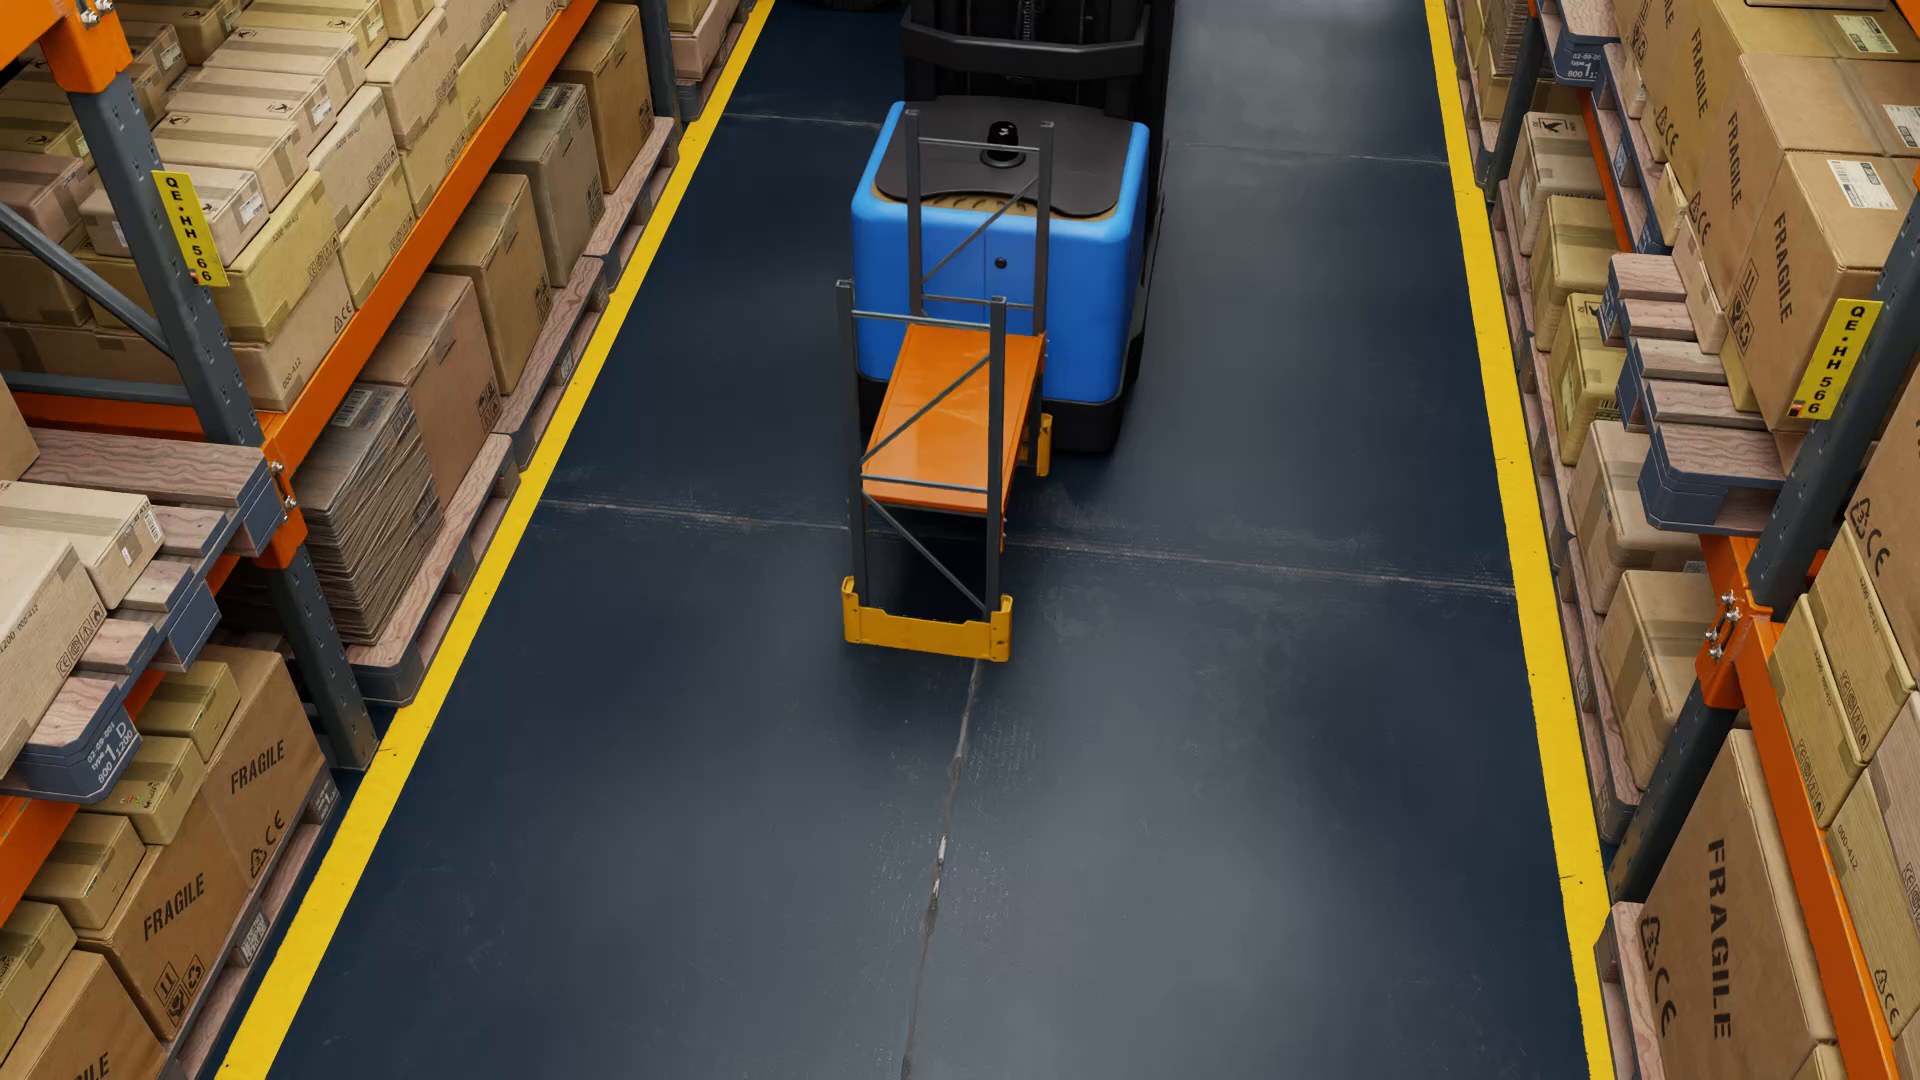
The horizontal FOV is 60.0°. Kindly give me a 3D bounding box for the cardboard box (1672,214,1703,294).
[{"bbox_3d":[2.293,-0.806,4.797,0.380,0.149,0.250,3,44,4],"label":"cardboard box"}]

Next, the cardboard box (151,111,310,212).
[{"bbox_3d":[-2.063,-1.057,4.640,0.380,0.149,0.250,6,44,6],"label":"cardboard box"}]

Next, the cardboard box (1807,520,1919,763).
[{"bbox_3d":[2.177,0.232,3.569,0.500,0.250,0.500,5,44,5],"label":"cardboard box"}]

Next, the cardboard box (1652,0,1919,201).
[{"bbox_3d":[2.397,-1.293,4.840,0.500,0.500,0.500,3,43,3],"label":"cardboard box"}]

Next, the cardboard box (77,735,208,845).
[{"bbox_3d":[-2.251,0.655,4.417,0.380,0.149,0.250,3,44,3],"label":"cardboard box"}]

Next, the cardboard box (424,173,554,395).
[{"bbox_3d":[-2.168,-1.032,6.580,0.875,0.625,0.625,4,44,4],"label":"cardboard box"}]

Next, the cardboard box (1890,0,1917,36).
[{"bbox_3d":[2.904,-1.265,4.810,0.500,0.500,0.500,6,44,6],"label":"cardboard box"}]

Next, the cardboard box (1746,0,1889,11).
[{"bbox_3d":[2.426,-1.637,4.731,0.380,0.149,0.250,3,44,4],"label":"cardboard box"}]

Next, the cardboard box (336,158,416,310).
[{"bbox_3d":[-2.059,-0.981,5.213,0.500,0.250,0.500,4,44,5],"label":"cardboard box"}]

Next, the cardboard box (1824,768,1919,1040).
[{"bbox_3d":[2.125,0.753,3.383,0.500,0.250,0.500,4,44,4],"label":"cardboard box"}]

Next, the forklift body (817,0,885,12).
[{"bbox_3d":[0.184,-4.099,9.014,2.313,2.155,1.214,5,44,6],"label":"forklift body"}]

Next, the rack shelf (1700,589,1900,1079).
[{"bbox_3d":[2.225,1.660,2.838,1.077,0.370,4.000,5,44,6],"label":"rack shelf"}]

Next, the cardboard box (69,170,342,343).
[{"bbox_3d":[-2.106,-0.818,4.678,0.500,0.250,0.500,5,44,5],"label":"cardboard box"}]

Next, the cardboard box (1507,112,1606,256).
[{"bbox_3d":[2.951,-1.531,7.291,0.950,0.372,0.625,6,44,6],"label":"cardboard box"}]

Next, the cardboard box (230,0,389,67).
[{"bbox_3d":[-2.029,-1.588,5.201,0.380,0.149,0.250,6,44,6],"label":"cardboard box"}]

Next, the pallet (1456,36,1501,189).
[{"bbox_3d":[3.072,-2.139,8.355,1.003,0.211,1.213,5,44,6],"label":"pallet"}]

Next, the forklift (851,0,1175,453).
[{"bbox_3d":[0.353,-2.430,6.684,1.130,2.935,3.031,7,44,7],"label":"forklift"}]

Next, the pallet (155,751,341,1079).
[{"bbox_3d":[-2.568,1.105,4.929,1.003,0.211,1.213,5,44,6],"label":"pallet"}]

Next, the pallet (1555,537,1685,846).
[{"bbox_3d":[2.594,0.516,5.552,1.003,0.211,1.213,5,44,6],"label":"pallet"}]

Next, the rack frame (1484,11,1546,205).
[{"bbox_3d":[3.018,-2.690,6.910,1.000,3.000,0.127,5,44,6],"label":"rack frame"}]

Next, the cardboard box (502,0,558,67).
[{"bbox_3d":[-1.867,-2.038,6.330,0.500,0.250,0.500,5,44,6],"label":"cardboard box"}]

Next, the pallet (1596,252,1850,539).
[{"bbox_3d":[2.478,-0.390,4.620,1.213,0.211,1.003,5,44,6],"label":"pallet"}]

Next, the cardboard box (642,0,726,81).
[{"bbox_3d":[-1.510,-2.592,8.501,0.500,0.250,0.500,6,44,6],"label":"cardboard box"}]

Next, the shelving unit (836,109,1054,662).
[{"bbox_3d":[-0.027,-0.516,5.704,0.587,1.500,1.083,7,44,7],"label":"shelving unit"}]

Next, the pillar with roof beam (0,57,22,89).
[{"bbox_3d":[1.115,-3.170,3.053,9.100,9.000,0.400,5,44,6],"label":"pillar with roof beam"}]

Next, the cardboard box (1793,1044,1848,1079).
[{"bbox_3d":[2.193,1.726,3.486,0.875,0.875,0.875,6,44,6],"label":"cardboard box"}]

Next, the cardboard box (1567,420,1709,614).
[{"bbox_3d":[2.663,-0.050,5.727,0.950,0.372,0.625,4,44,5],"label":"cardboard box"}]

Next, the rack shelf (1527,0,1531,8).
[{"bbox_3d":[3.282,-3.792,8.596,1.077,0.370,4.000,5,44,6],"label":"rack shelf"}]

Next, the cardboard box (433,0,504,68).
[{"bbox_3d":[-1.934,-1.867,5.785,0.500,0.250,0.500,6,44,6],"label":"cardboard box"}]

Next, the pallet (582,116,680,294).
[{"bbox_3d":[-1.961,-1.621,7.808,1.003,0.211,1.213,5,44,6],"label":"pallet"}]

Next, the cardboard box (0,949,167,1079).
[{"bbox_3d":[-2.417,1.347,4.158,0.500,0.500,0.500,7,44,7],"label":"cardboard box"}]

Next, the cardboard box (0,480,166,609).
[{"bbox_3d":[-2.138,0.008,3.937,0.380,0.149,0.250,6,44,6],"label":"cardboard box"}]

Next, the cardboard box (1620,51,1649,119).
[{"bbox_3d":[2.432,-1.518,5.549,0.380,0.149,0.250,7,44,7],"label":"cardboard box"}]

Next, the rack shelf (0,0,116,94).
[{"bbox_3d":[-2.696,0.122,2.281,1.077,0.370,4.000,5,44,6],"label":"rack shelf"}]

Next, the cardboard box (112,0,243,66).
[{"bbox_3d":[-2.496,-1.629,5.244,0.380,0.149,0.250,5,44,5],"label":"cardboard box"}]

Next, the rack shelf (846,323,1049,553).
[{"bbox_3d":[-0.025,-0.391,5.834,0.538,0.185,1.000,7,44,7],"label":"rack shelf"}]

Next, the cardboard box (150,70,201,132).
[{"bbox_3d":[-2.582,-1.220,5.102,0.500,0.250,0.500,6,44,6],"label":"cardboard box"}]

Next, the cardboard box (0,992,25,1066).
[{"bbox_3d":[-2.442,1.177,3.867,0.380,0.149,0.250,5,44,5],"label":"cardboard box"}]

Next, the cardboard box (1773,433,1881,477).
[{"bbox_3d":[2.299,-0.270,4.231,0.380,0.149,0.250,7,44,7],"label":"cardboard box"}]

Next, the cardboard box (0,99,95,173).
[{"bbox_3d":[-2.665,-1.113,4.700,0.380,0.149,0.250,6,44,7],"label":"cardboard box"}]

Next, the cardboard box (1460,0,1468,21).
[{"bbox_3d":[2.962,-2.982,8.912,0.500,0.250,0.500,6,44,6],"label":"cardboard box"}]
